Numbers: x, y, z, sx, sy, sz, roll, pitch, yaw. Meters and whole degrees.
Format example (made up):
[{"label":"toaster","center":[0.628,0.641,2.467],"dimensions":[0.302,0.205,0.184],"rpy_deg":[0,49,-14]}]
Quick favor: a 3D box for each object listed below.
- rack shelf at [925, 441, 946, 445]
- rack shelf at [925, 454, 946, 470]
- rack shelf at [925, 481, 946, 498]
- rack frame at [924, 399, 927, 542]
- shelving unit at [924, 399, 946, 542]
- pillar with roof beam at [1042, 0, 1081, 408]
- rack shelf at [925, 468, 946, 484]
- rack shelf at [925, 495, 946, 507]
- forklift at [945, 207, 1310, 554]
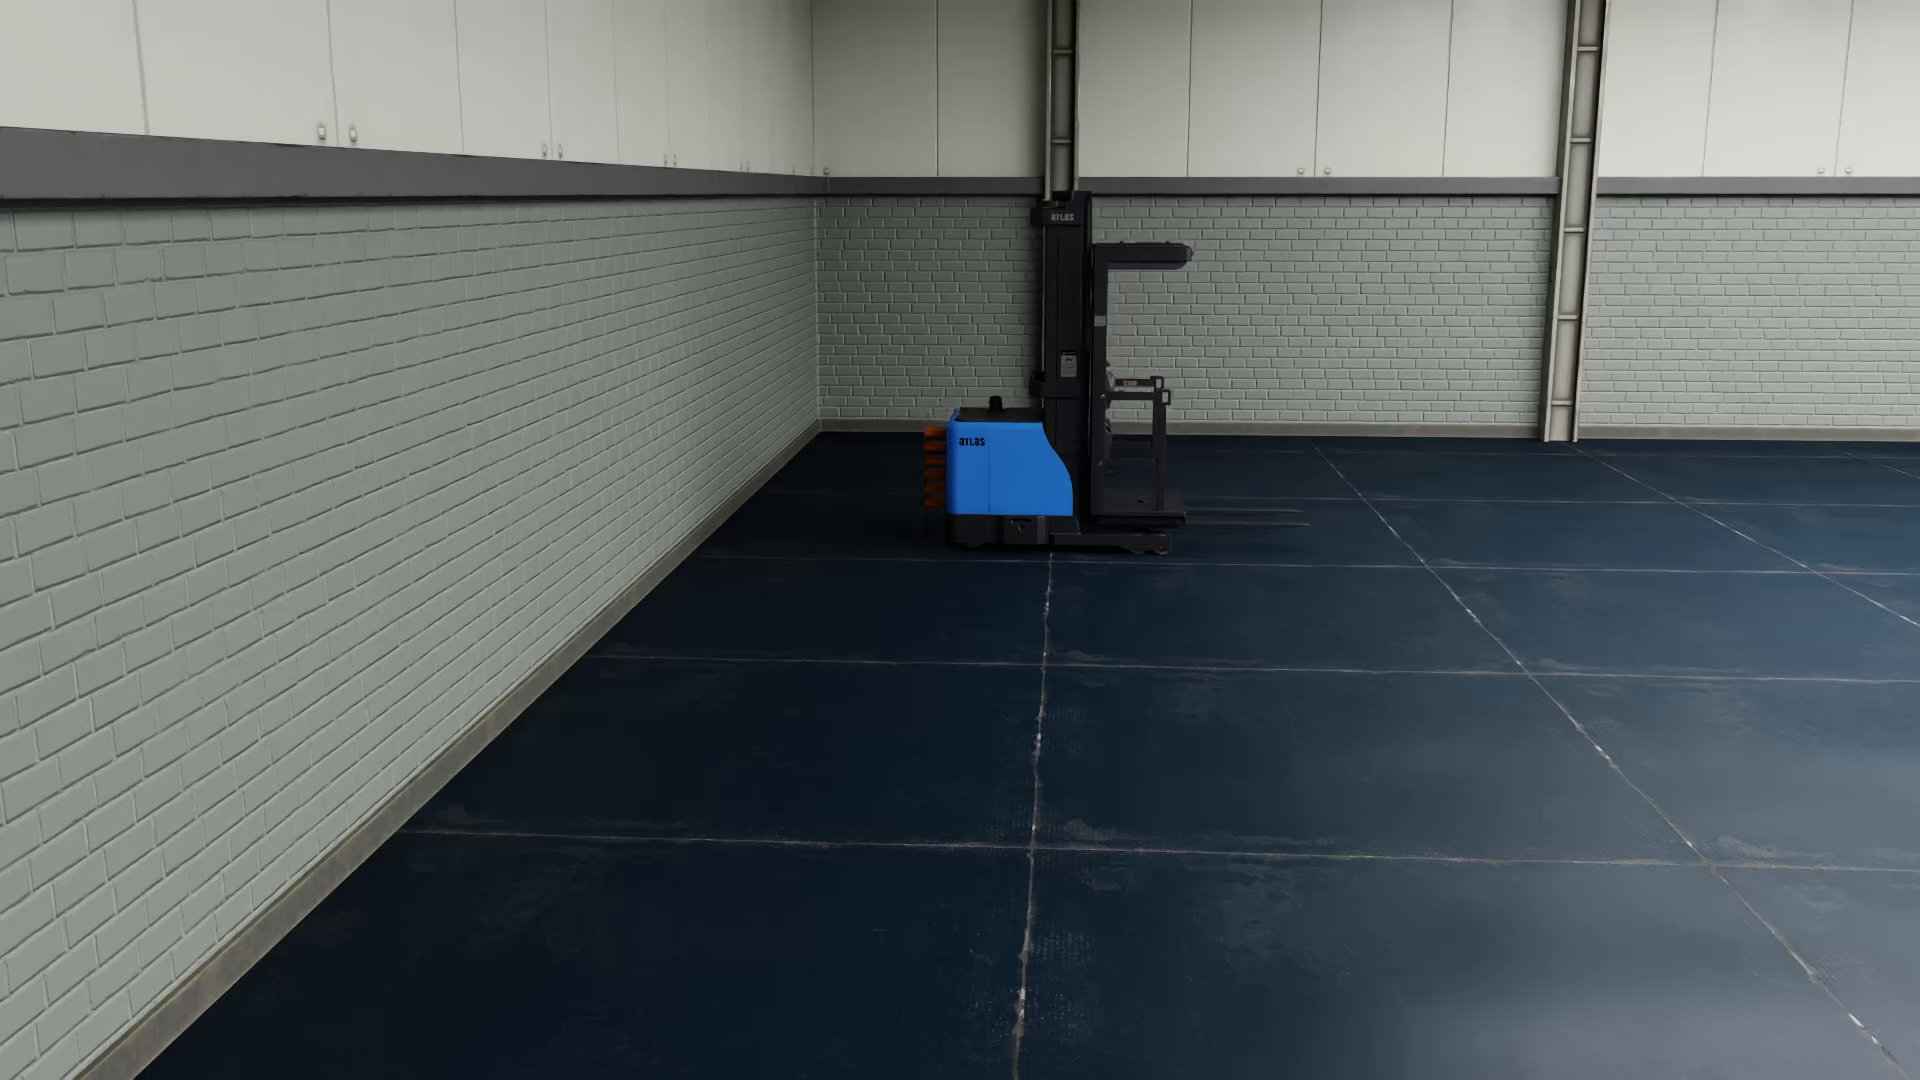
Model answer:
[{"label":"rack shelf","center":[-0.201,-0.808,14.113],"dimensions":[0.171,0.034,0.221],"rpy_deg":[1,12,4]},{"label":"rack shelf","center":[-0.201,-0.664,14.143],"dimensions":[0.180,0.103,0.258],"rpy_deg":[1,12,4]},{"label":"rack shelf","center":[-0.201,-0.429,14.192],"dimensions":[0.180,0.103,0.258],"rpy_deg":[1,12,4]},{"label":"rack frame","center":[-0.292,-0.591,14.164],"dimensions":[0.006,1.200,0.240],"rpy_deg":[1,12,4]},{"label":"shelving unit","center":[-0.203,-0.590,14.158],"dimensions":[0.184,1.200,0.258],"rpy_deg":[1,12,4]},{"label":"pillar with roof beam","center":[0.924,-4.817,15.317],"dimensions":[0.400,9.000,9.100],"rpy_deg":[1,12,4]},{"label":"rack shelf","center":[-0.201,-0.547,14.167],"dimensions":[0.180,0.103,0.258],"rpy_deg":[1,12,4]},{"label":"rack shelf","center":[-0.201,-0.312,14.216],"dimensions":[0.180,0.103,0.258],"rpy_deg":[1,12,4]},{"label":"forklift","center":[1.414,-1.363,13.952],"dimensions":[3.031,2.797,1.129],"rpy_deg":[1,12,4]}]
